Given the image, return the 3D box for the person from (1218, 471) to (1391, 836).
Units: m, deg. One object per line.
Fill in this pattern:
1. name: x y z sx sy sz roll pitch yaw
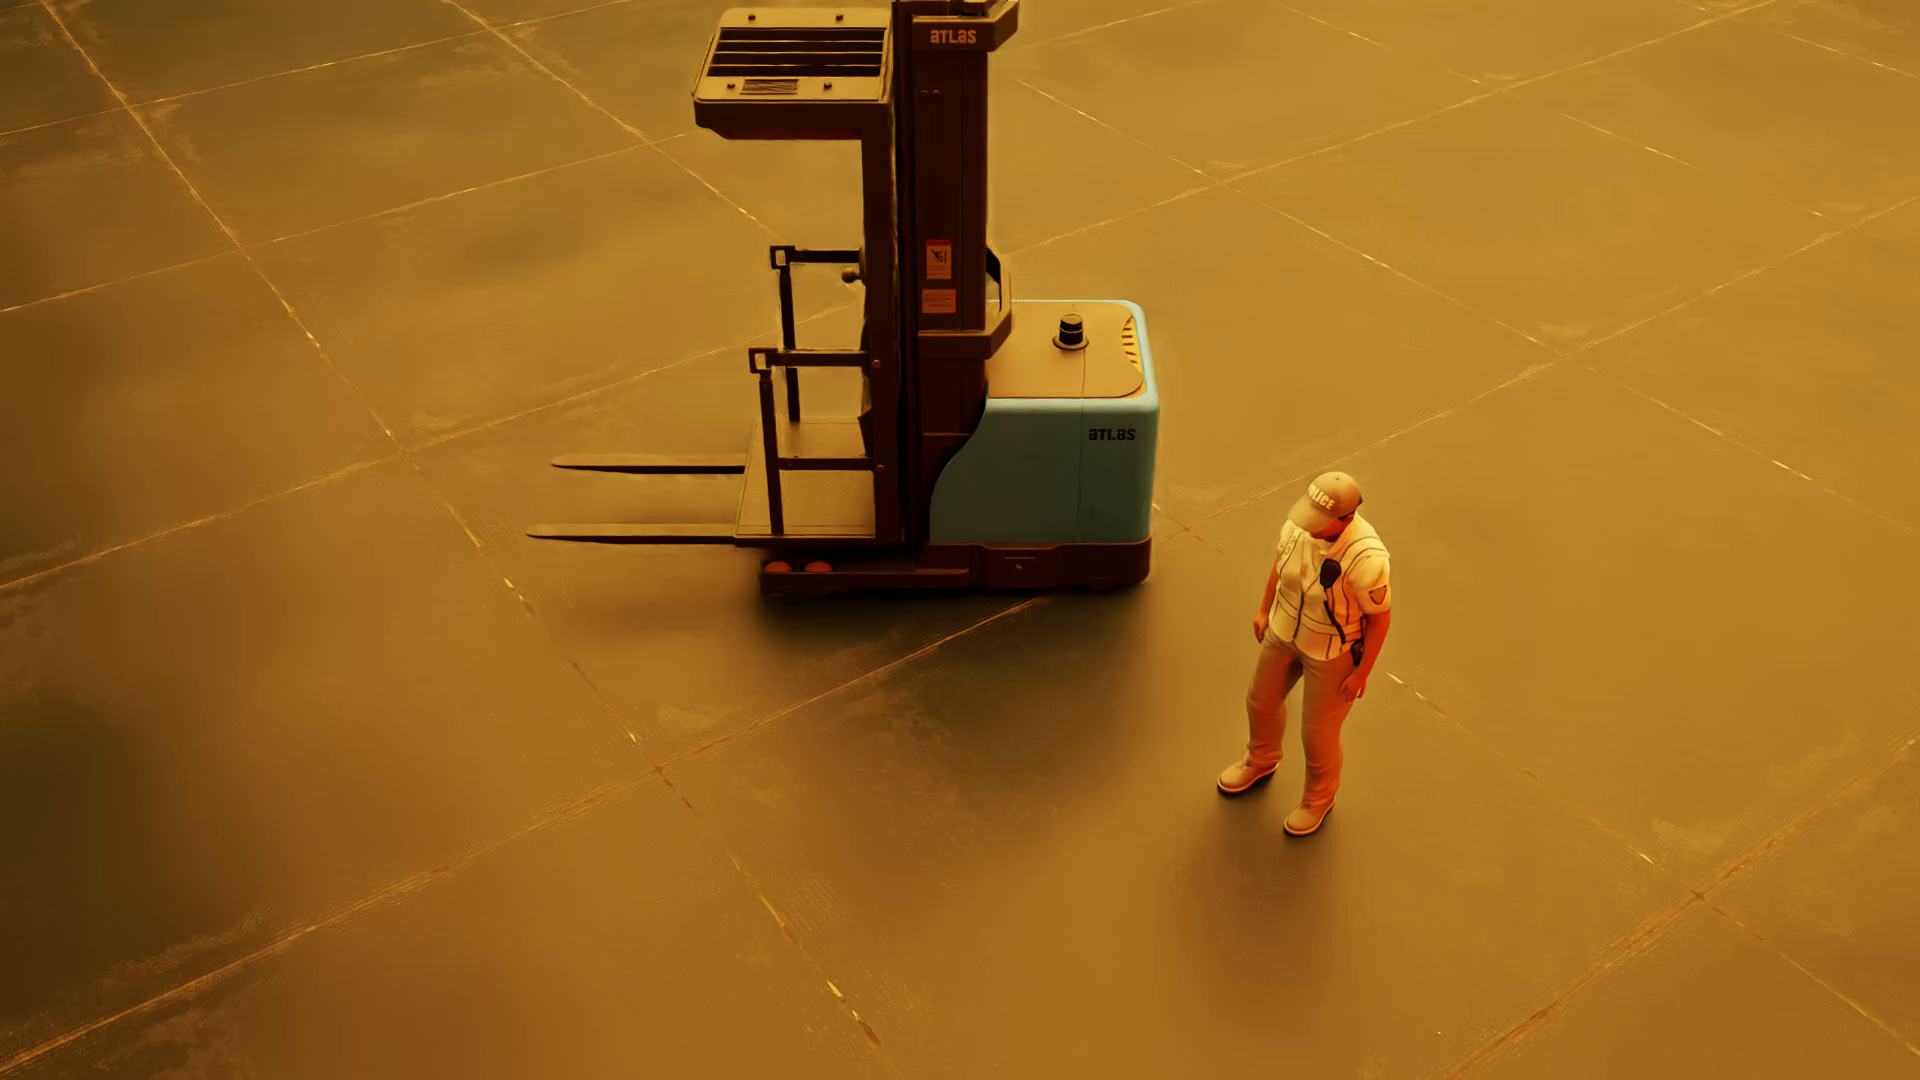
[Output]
1. person: 1.366 0.408 6.460 0.462 1.664 0.551 -26 44 -31

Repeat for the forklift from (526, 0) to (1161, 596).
1. forklift: -0.595 -1.222 7.597 3.031 2.935 1.130 0 36 0
